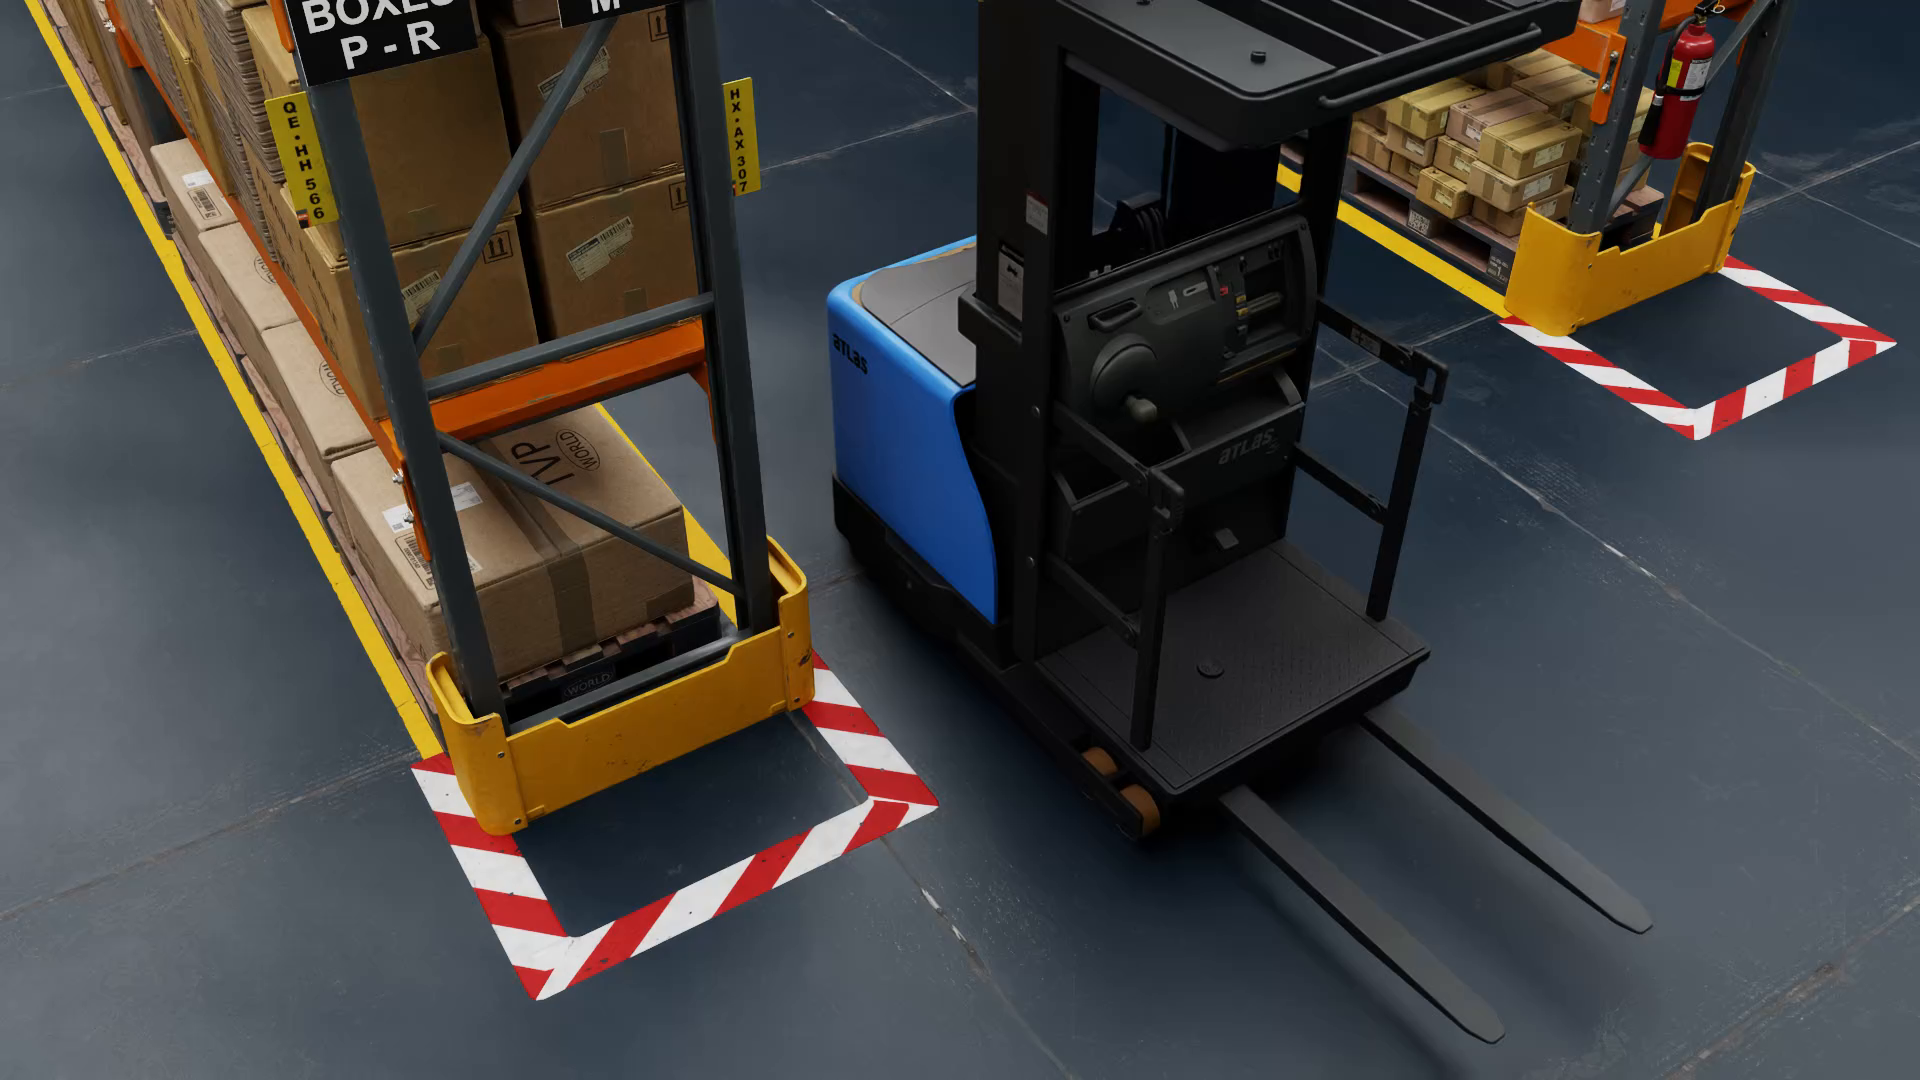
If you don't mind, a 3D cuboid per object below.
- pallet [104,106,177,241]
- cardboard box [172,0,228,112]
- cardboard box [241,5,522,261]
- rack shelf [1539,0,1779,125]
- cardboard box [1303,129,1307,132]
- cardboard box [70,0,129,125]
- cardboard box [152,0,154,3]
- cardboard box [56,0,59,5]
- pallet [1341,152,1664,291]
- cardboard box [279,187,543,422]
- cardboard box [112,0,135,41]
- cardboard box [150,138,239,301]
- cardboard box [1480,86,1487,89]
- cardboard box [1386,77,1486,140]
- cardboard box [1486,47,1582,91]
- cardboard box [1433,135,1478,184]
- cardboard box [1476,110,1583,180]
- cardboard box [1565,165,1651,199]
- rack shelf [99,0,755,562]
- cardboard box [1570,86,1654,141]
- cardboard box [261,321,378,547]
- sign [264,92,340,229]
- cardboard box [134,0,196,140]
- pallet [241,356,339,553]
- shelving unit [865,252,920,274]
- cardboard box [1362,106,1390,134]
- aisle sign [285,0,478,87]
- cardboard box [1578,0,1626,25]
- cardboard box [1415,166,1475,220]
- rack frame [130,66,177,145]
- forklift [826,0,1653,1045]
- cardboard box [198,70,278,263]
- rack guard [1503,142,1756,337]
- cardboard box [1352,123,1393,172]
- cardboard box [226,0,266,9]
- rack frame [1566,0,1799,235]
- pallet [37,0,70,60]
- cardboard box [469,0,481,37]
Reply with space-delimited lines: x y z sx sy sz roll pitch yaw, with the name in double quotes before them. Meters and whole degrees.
"pallet" -3.692 -2.003 8.489 1.003 0.211 1.213 -22 45 -24
"cardboard box" -2.092 -1.666 5.047 0.500 0.500 0.500 -22 45 -25
"cardboard box" -1.523 -1.126 4.399 0.500 0.500 0.500 -21 44 -23
"rack shelf" 1.981 -3.087 8.173 1.077 0.370 4.000 -22 45 -24
"cardboard box" 1.841 -2.238 8.491 0.380 0.149 0.250 -21 44 -24
"cardboard box" -4.107 -2.821 8.624 0.875 0.875 0.875 -21 44 -23
"cardboard box" -2.629 -2.211 5.701 0.500 0.500 0.500 -21 44 -24
"cardboard box" -5.063 -3.787 9.783 0.875 0.875 0.875 -23 45 -25
"pallet" 2.609 -1.704 8.130 1.003 0.211 1.213 -22 45 -24
"cardboard box" -1.545 -0.733 4.708 0.500 0.500 0.500 -22 45 -24
"cardboard box" -3.182 -2.379 6.684 0.500 0.500 0.500 -21 44 -23
"cardboard box" -2.966 -1.485 7.363 0.875 0.438 0.875 -23 45 -25
"cardboard box" 2.639 -2.280 8.309 0.380 0.149 0.250 -21 44 -23
"cardboard box" 2.225 -2.028 7.775 0.380 0.149 0.250 -23 45 -25
"cardboard box" 2.784 -2.265 8.060 0.380 0.149 0.250 -22 45 -25
"cardboard box" 2.437 -1.810 7.746 0.380 0.149 0.250 -23 45 -25
"cardboard box" 2.558 -1.777 7.473 0.380 0.149 0.250 -22 44 -24
"cardboard box" 3.045 -1.743 7.897 0.380 0.149 0.250 -21 44 -24
"rack shelf" -2.138 -1.328 6.063 1.077 0.370 4.000 -22 45 -24
"cardboard box" 3.061 -1.978 7.715 0.380 0.149 0.250 -24 46 -26
"cardboard box" -2.001 -0.515 6.198 0.875 0.438 0.875 -21 44 -23
"sign" -1.528 -0.882 3.875 0.100 0.325 0.005 -22 45 -24
"cardboard box" -2.653 -1.835 6.031 0.500 0.500 0.500 -22 45 -24
"pallet" -2.210 -0.516 6.705 1.003 0.211 1.213 -22 45 -24
"shelving unit" -0.187 -0.615 6.284 0.258 0.900 0.210 -25 46 -28
"cardboard box" 2.194 -2.111 8.107 0.380 0.149 0.250 -23 45 -25
"aisle sign" -1.285 -1.378 3.530 0.394 0.787 0.004 -22 45 -24
"cardboard box" 2.643 -2.266 6.822 0.380 0.149 0.250 -22 45 -24
"cardboard box" 2.374 -1.666 7.805 0.380 0.149 0.250 -21 44 -23
"rack frame" -3.213 -2.684 7.128 1.000 3.000 0.127 -22 45 -24
"forklift" 0.788 -0.558 4.630 1.130 2.935 3.031 -24 45 -26
"cardboard box" -2.087 -1.283 5.369 0.500 0.500 0.500 -21 44 -23
"rack guard" 3.016 -1.364 7.497 1.175 0.500 0.348 -22 45 -24
"cardboard box" 2.161 -1.967 8.166 0.380 0.149 0.250 -22 44 -24
"cardboard box" -1.791 -1.561 4.414 0.380 0.149 0.250 -23 45 -25
"rack frame" 3.057 -2.284 6.647 1.000 3.000 0.127 -22 45 -24
"pallet" -5.004 -3.320 10.070 1.003 0.211 1.213 -22 45 -24
"cardboard box" -1.424 -1.322 4.127 0.380 0.149 0.250 -22 44 -24
